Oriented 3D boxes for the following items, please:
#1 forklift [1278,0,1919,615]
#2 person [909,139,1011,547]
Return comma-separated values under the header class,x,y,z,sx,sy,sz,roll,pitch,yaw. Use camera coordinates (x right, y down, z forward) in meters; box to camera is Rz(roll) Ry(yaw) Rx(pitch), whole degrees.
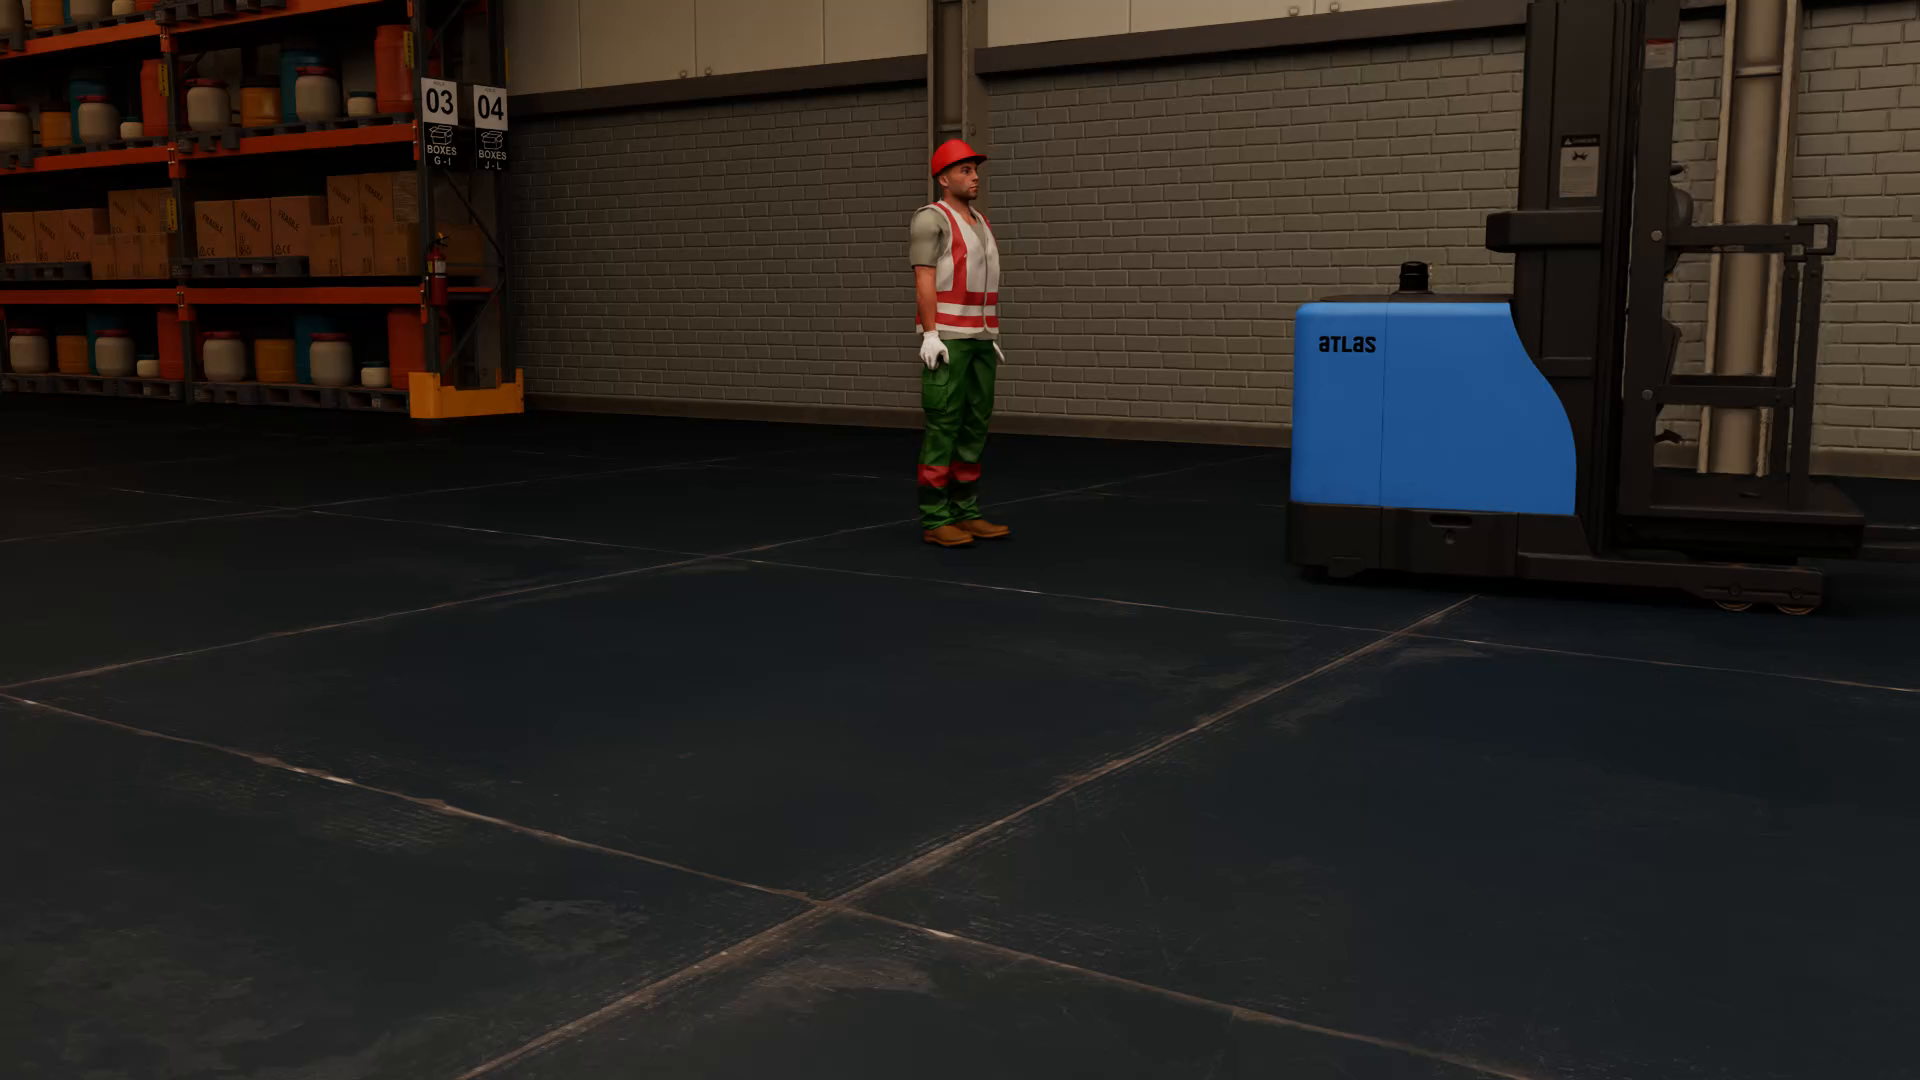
class,x,y,z,sx,sy,sz,roll,pitch,yaw
forklift,2.816,-1.276,6.164,3.031,2.935,1.130,3,9,22
person,0.014,-0.886,7.480,0.369,1.795,0.536,5,10,34
